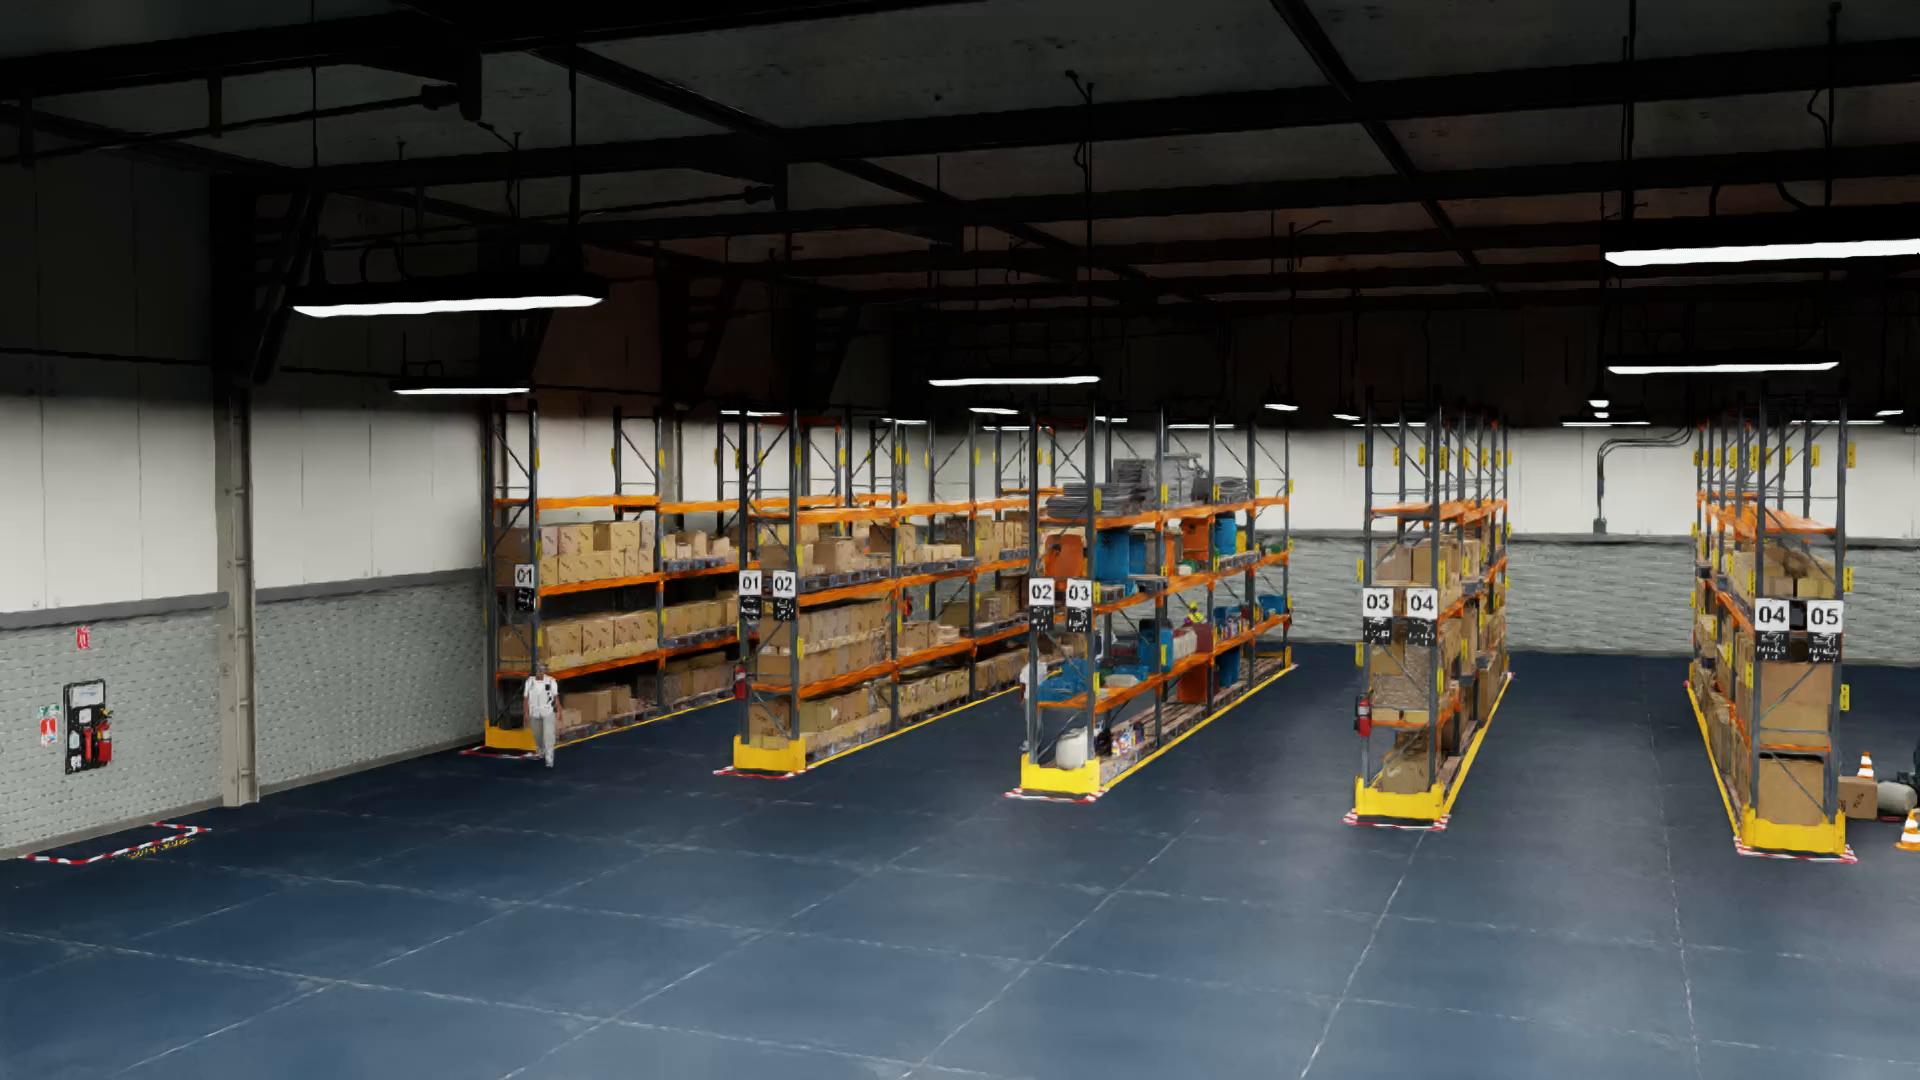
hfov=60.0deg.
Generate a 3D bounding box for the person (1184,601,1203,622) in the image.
[{"bbox_3d":[5.241,2.252,37.567,0.673,1.763,0.580,-3,4,-43],"label":"person"}]

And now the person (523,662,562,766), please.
[{"bbox_3d":[-6.820,2.816,27.120,0.585,1.706,0.976,0,3,-2],"label":"person"}]

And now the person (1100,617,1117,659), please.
[{"bbox_3d":[3.025,2.427,34.060,0.442,1.786,0.591,0,3,-9],"label":"person"}]

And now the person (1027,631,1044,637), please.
[{"bbox_3d":[2.001,2.044,43.914,0.592,1.604,0.518,1,3,20],"label":"person"}]

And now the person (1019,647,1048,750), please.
[{"bbox_3d":[1.218,2.696,28.543,0.625,1.765,0.497,-2,4,-39],"label":"person"}]
